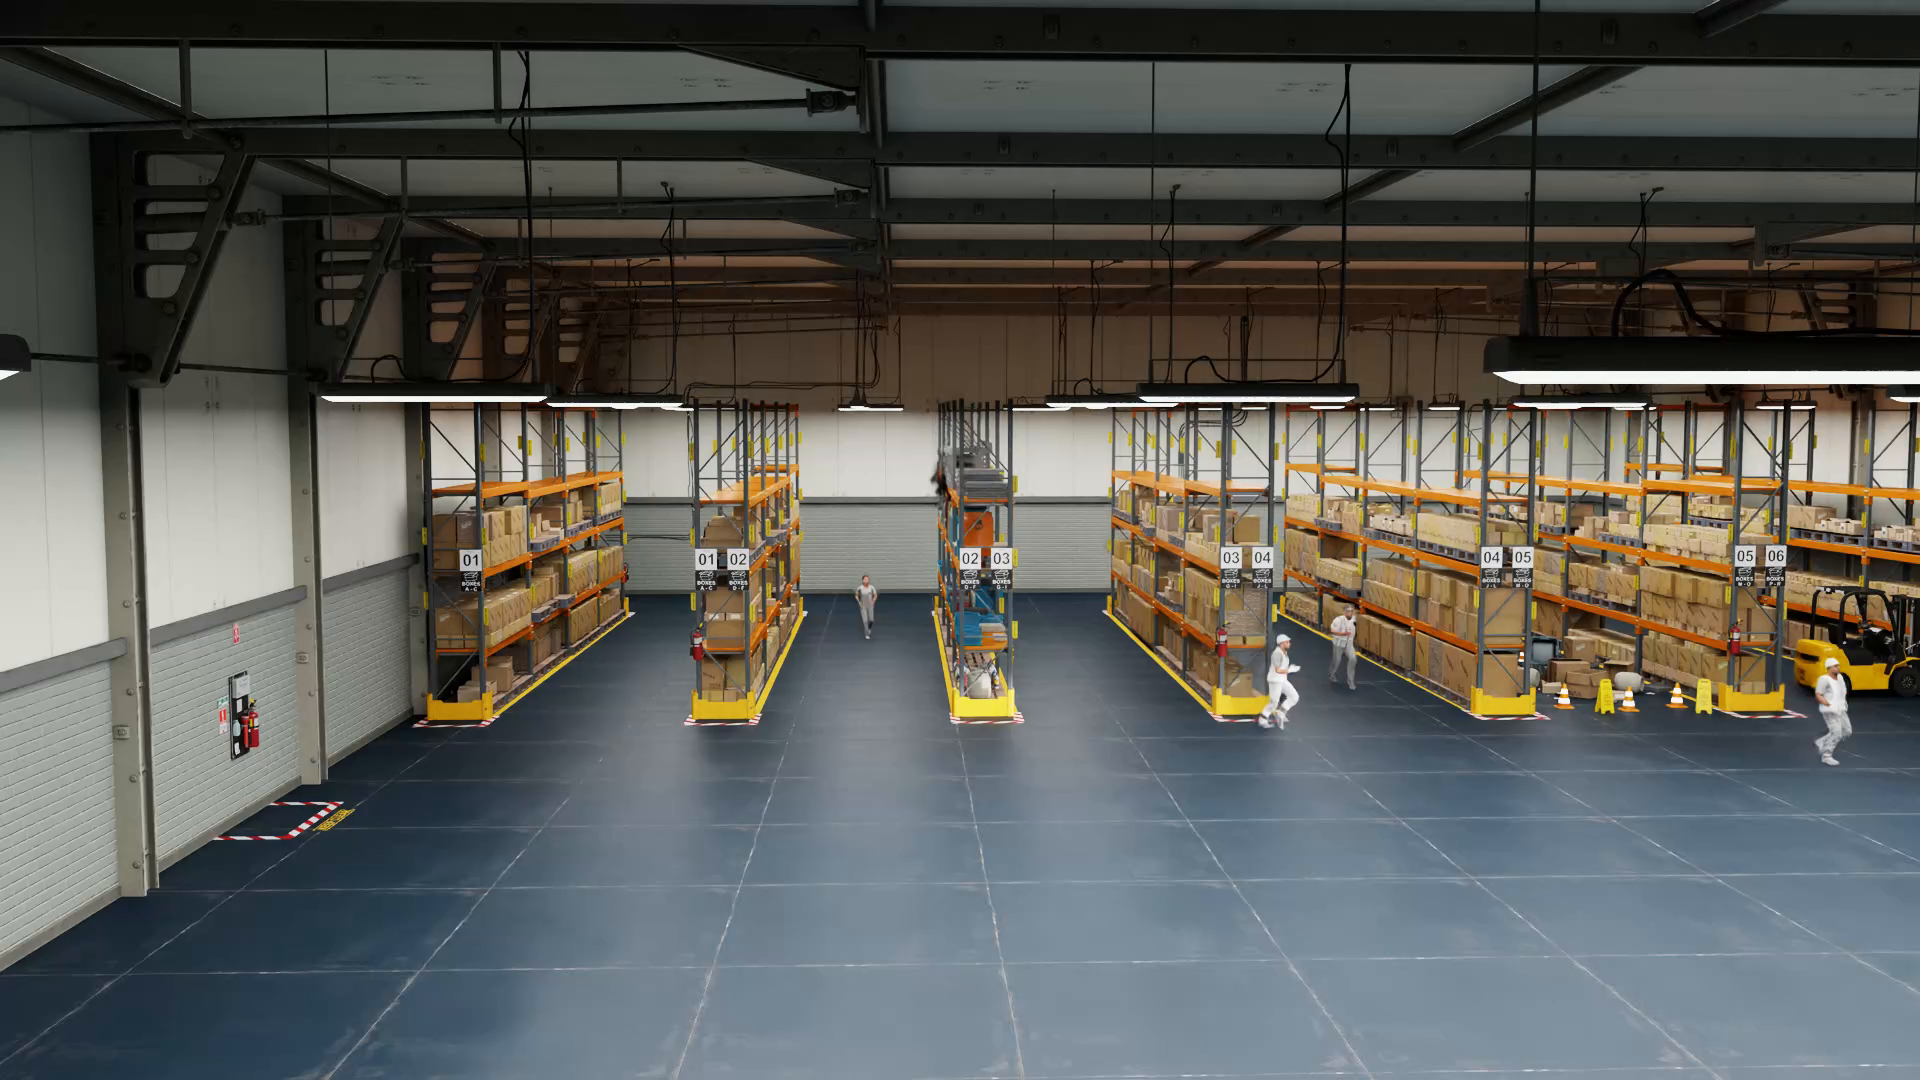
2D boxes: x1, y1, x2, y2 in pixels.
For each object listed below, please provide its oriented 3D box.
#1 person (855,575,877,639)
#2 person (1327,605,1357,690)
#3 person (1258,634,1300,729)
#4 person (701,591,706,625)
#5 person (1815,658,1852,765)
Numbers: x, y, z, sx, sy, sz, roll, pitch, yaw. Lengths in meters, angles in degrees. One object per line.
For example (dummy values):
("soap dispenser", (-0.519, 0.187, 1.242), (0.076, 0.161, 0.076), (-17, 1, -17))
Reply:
("person", (-2.383, 1.702, 42.249), (0.548, 1.624, 0.558), (0, 4, -6))
("person", (8.020, 2.216, 34.936), (0.658, 1.798, 1.015), (-1, 4, -12))
("person", (5.756, 2.550, 29.929), (0.796, 1.731, 0.699), (2, 5, 28))
("person", (-6.276, 1.673, 42.036), (0.708, 1.735, 0.635), (-1, 4, -10))
("person", (14.262, 2.793, 27.195), (0.683, 1.743, 0.547), (-3, 5, -33))
